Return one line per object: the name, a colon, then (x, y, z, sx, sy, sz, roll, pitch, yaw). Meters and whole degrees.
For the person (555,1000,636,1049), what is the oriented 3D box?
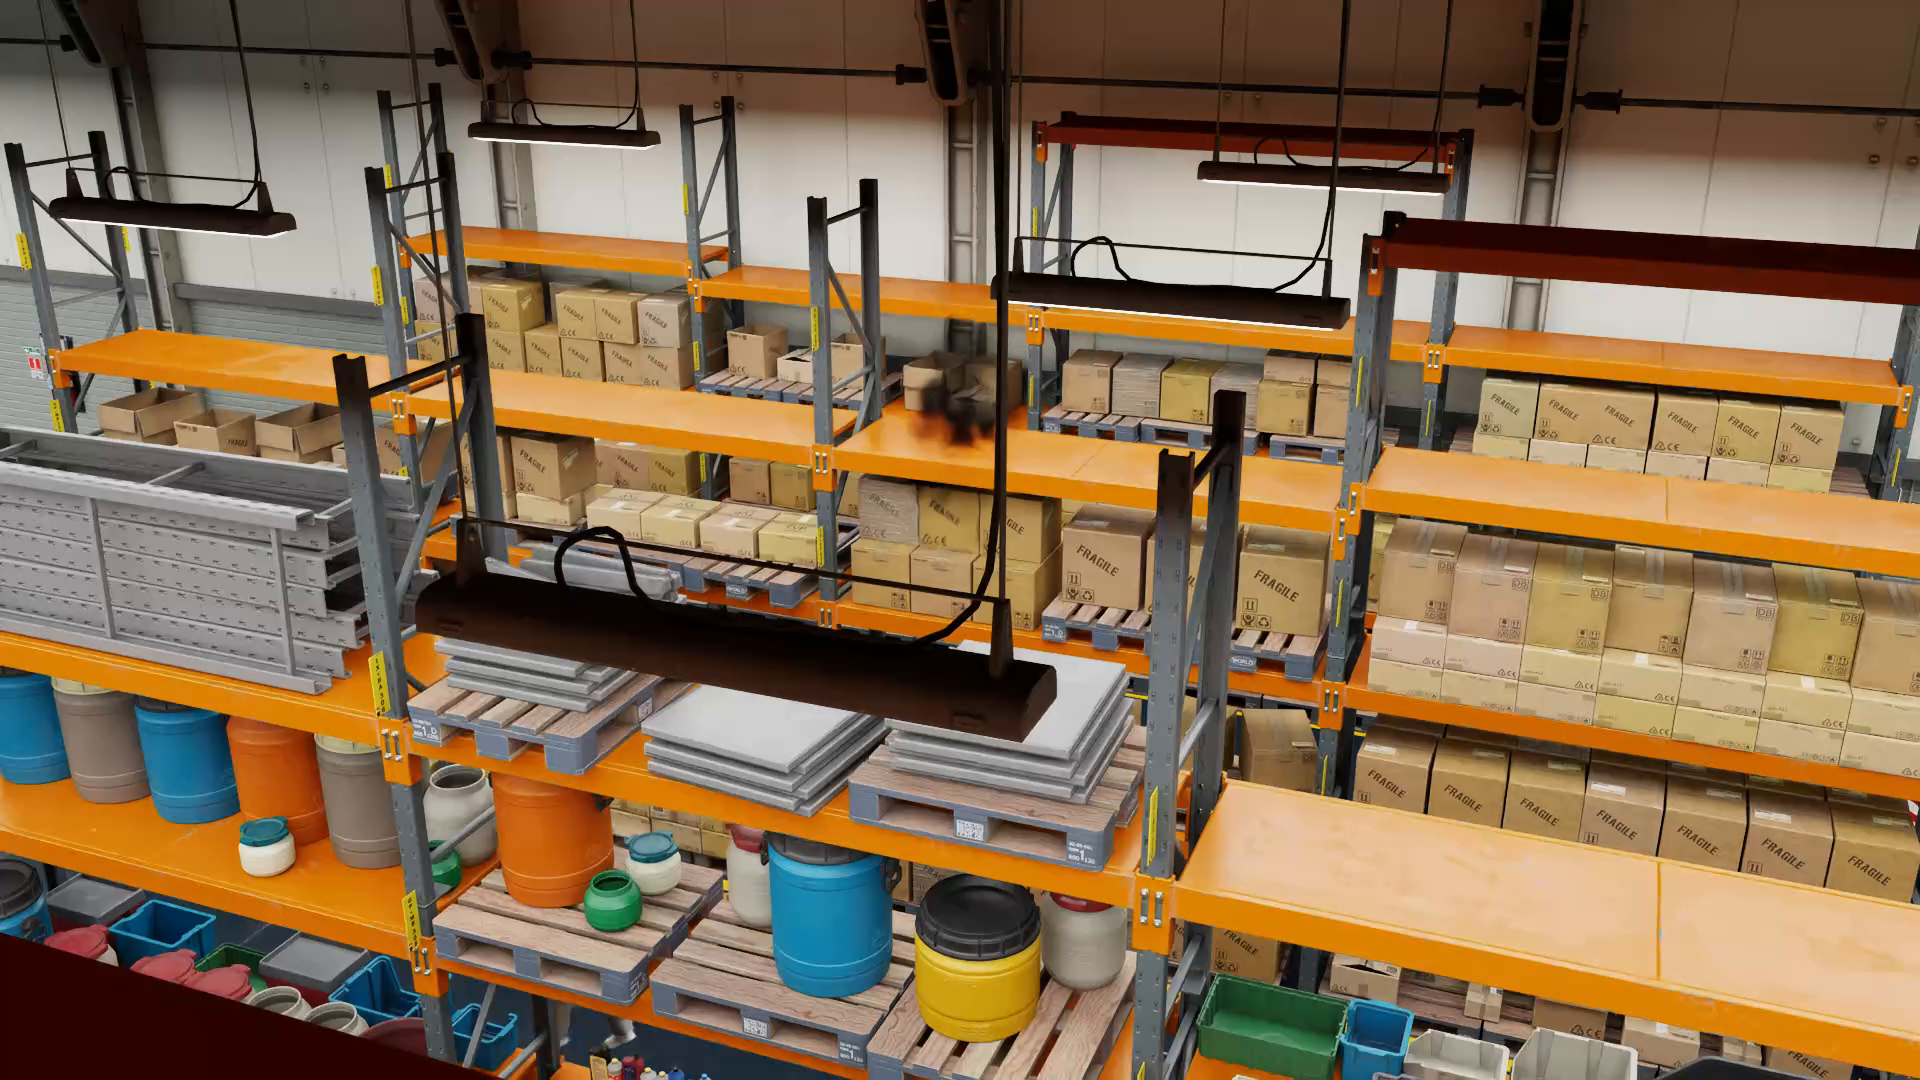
person: (-2.687, 2.880, 11.655, 0.775, 1.717, 0.566, 6, 22, 14)
